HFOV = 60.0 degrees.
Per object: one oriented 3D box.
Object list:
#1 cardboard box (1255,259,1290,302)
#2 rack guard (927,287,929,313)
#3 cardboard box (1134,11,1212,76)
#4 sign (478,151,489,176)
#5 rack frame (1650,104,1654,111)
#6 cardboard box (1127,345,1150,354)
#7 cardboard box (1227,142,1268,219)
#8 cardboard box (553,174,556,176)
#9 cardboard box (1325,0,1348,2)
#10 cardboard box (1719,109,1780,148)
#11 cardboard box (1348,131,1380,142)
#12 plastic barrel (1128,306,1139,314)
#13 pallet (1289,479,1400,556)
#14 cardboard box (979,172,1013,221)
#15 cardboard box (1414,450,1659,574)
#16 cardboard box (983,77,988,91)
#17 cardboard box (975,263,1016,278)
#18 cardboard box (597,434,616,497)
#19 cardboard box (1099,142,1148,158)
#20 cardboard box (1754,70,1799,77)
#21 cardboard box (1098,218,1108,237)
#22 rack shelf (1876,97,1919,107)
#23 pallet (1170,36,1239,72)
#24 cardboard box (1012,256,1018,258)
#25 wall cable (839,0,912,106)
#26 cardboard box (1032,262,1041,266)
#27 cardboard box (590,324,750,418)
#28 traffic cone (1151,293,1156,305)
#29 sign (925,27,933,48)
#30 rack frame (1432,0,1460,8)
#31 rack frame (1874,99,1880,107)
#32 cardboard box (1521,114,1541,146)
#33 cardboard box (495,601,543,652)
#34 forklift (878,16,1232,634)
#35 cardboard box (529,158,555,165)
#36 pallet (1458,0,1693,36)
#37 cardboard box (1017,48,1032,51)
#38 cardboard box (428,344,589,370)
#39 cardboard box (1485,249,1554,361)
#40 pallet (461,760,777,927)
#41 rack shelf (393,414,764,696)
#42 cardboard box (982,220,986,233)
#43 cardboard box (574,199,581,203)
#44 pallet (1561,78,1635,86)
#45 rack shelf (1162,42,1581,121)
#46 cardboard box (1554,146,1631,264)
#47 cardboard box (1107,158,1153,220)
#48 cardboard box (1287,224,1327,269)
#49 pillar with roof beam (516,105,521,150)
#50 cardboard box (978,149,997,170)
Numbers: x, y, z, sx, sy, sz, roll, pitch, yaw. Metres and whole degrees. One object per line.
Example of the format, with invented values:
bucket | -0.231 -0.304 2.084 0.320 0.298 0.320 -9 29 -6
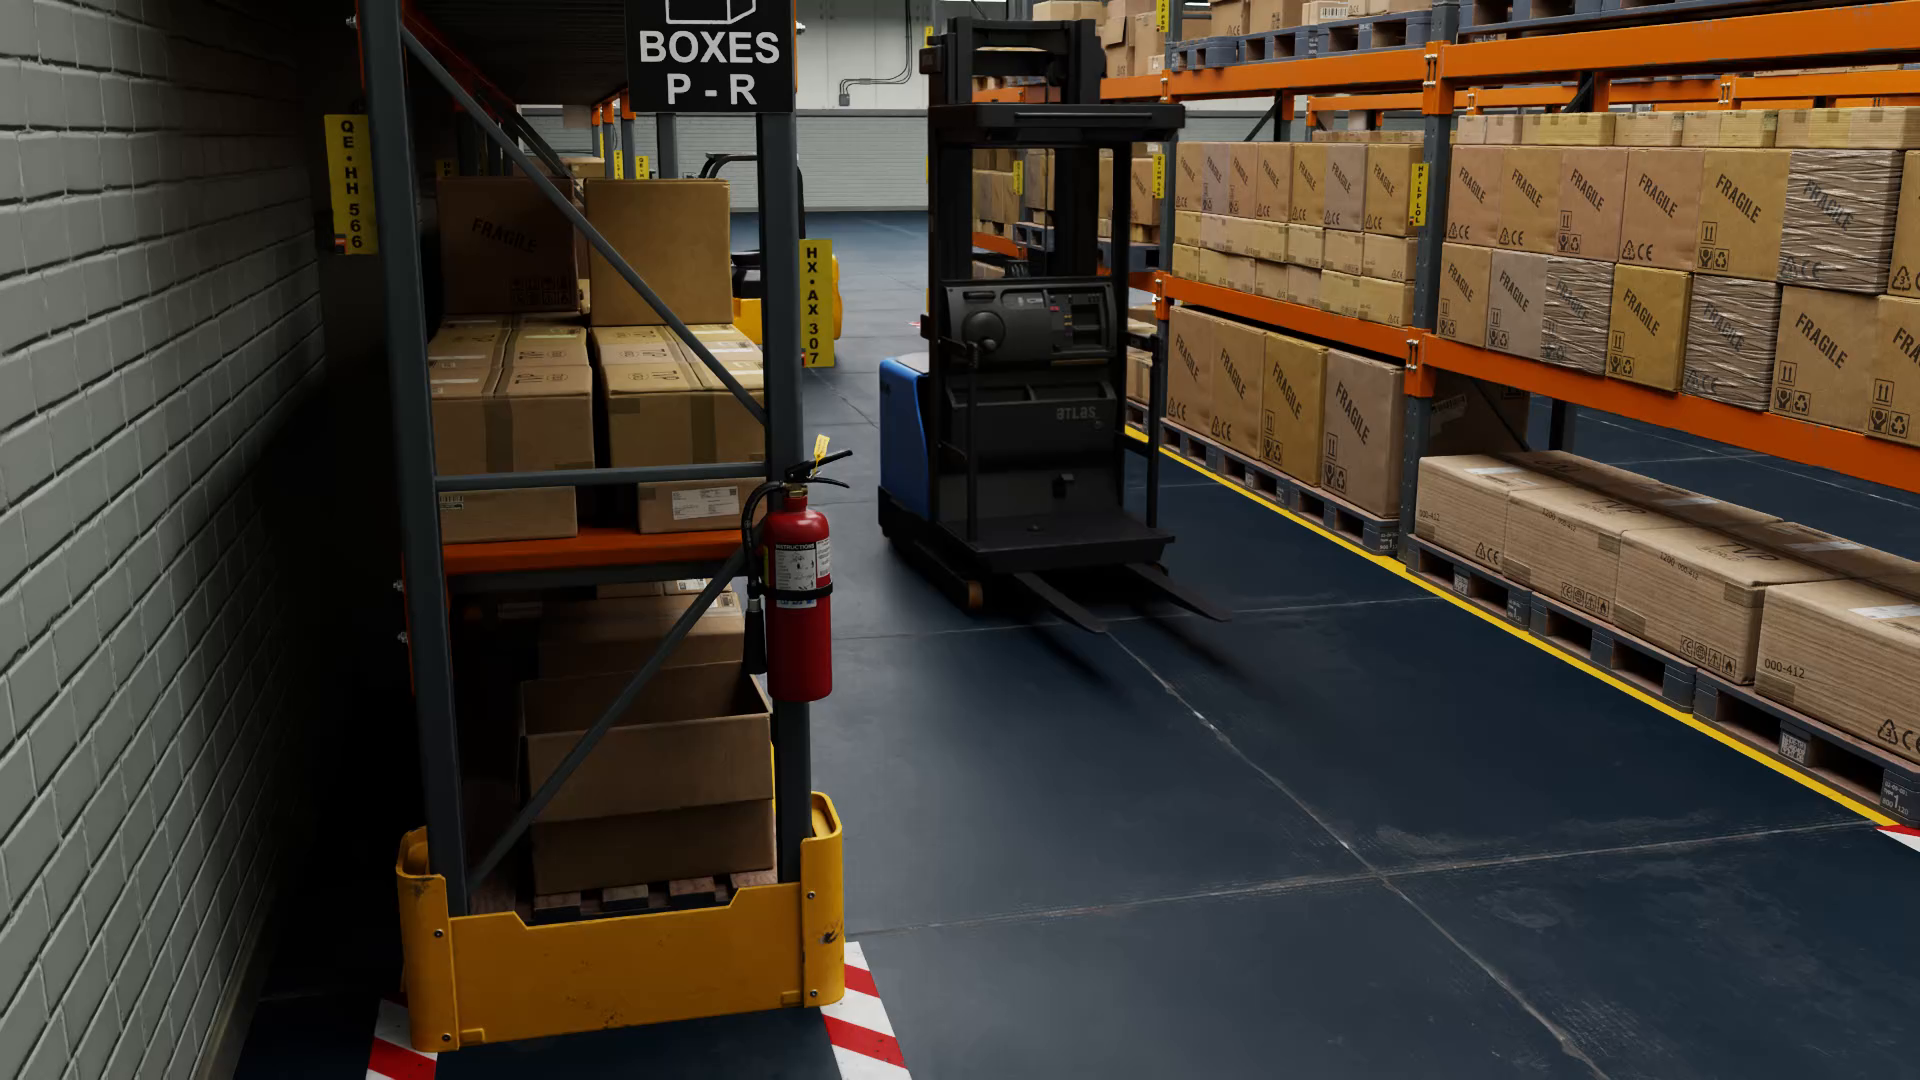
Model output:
cardboard box | 2.288 -1.726 10.988 0.500 0.250 0.500 -3 14 -13
rack guard | 0.182 -2.892 20.711 1.175 0.500 0.348 -3 14 -13
cardboard box | 1.830 -4.003 13.461 0.700 0.500 0.500 -3 14 -13
sign | -3.320 -2.531 11.529 0.100 0.325 0.005 -3 14 -13
rack frame | 9.797 -4.676 22.747 1.000 3.000 0.127 -3 14 -13
cardboard box | 1.738 -1.506 14.425 0.950 0.372 0.625 -4 14 -14
cardboard box | 2.153 -2.451 11.322 0.500 0.500 0.500 -3 14 -12
cardboard box | -4.660 -4.005 18.422 0.380 0.149 0.250 -4 14 -14
cardboard box | 2.738 -3.598 10.916 0.500 0.500 0.500 -3 14 -13
cardboard box | 3.289 -1.645 6.656 0.380 0.149 0.250 -3 14 -12
cardboard box | 5.219 -4.674 20.148 0.875 0.550 0.550 -3 14 -13
plastic barrel | 2.120 -2.480 19.187 0.512 0.421 0.421 7 15 26
pallet | 2.728 -0.175 10.197 1.003 0.211 1.213 -3 14 -13
cardboard box | 0.503 -3.721 17.998 0.500 0.500 0.500 -3 14 -12
cardboard box | 3.025 -0.164 8.792 0.875 0.438 0.875 -3 14 -14
cardboard box | 0.462 -4.954 18.093 0.380 0.149 0.250 -3 14 -14
cardboard box | 0.461 -2.790 18.355 0.500 0.500 0.500 -3 14 -10
cardboard box | -0.913 -0.239 5.115 0.380 0.149 0.250 -3 14 -14
cardboard box | 1.384 -3.352 14.239 0.380 0.149 0.250 -4 14 -16
cardboard box | 6.706 -3.937 13.189 0.500 0.500 0.500 -3 14 -13
cardboard box | 1.371 -2.657 14.128 0.380 0.149 0.250 -3 14 -12
rack shelf | 11.206 -4.400 16.811 1.077 0.370 4.000 -3 14 -13
pallet | 2.245 -3.498 12.003 1.213 0.211 1.003 -3 14 -11
cardboard box | 0.813 -3.362 19.330 0.380 0.149 0.250 -3 14 -12
wall cable | -2.593 -16.401 50.934 2.305 6.003 0.169 -3 14 -13
cardboard box | 0.970 -2.827 18.508 0.500 0.500 0.500 -3 14 -10
cardboard box | -0.988 -0.580 5.668 0.500 0.250 0.500 -4 14 -14
traffic cone | 2.518 -3.004 21.250 0.336 0.463 0.334 -3 14 -13
sign | -0.364 -5.975 19.902 0.100 0.325 0.005 -3 14 -13
rack frame | 2.982 -4.270 8.443 1.000 3.000 0.127 -3 14 -13
rack frame | 10.736 -3.753 18.970 1.000 3.000 0.127 -3 14 -13
cardboard box | 2.981 -2.003 8.120 0.380 0.149 0.250 -3 14 -14
cardboard box | -1.815 0.369 7.220 0.380 0.149 0.250 -3 14 -14
forklift | 0.447 -1.166 8.524 1.130 2.935 3.031 -4 14 -17
cardboard box | -4.555 -4.025 17.879 0.380 0.149 0.250 -3 14 -11
pallet | 3.164 -2.580 8.035 1.003 0.211 1.213 -3 14 -13
cardboard box | 0.851 -4.632 15.678 0.500 0.250 0.500 -4 14 -15
cardboard box | -1.388 -0.437 5.086 0.500 0.250 0.500 -3 14 -13
cardboard box | 2.952 -1.165 8.164 0.500 0.500 0.500 -3 14 -13
pallet | -1.109 0.998 5.397 1.003 0.211 1.213 -3 14 -13
rack shelf | -1.372 -0.267 6.216 1.077 0.370 4.000 -3 14 -13
cardboard box | 0.459 -3.431 18.180 0.380 0.149 0.250 -4 14 -14
cardboard box | -1.860 -1.574 8.954 0.700 0.500 0.500 -3 14 -13
pallet | 6.362 -4.346 15.474 1.003 0.211 1.213 -3 14 -11
rack shelf | 2.512 -2.925 10.773 1.077 0.370 4.000 -3 14 -13
cardboard box | 3.080 -1.531 7.555 0.500 0.500 0.500 -3 14 -12
cardboard box | 1.534 -2.883 13.687 0.500 0.500 0.500 -4 14 -14
cardboard box | 2.390 -1.848 10.432 0.500 0.250 0.500 -3 14 -12
pillar with roof beam | -6.825 -12.326 41.419 9.100 9.000 0.400 -3 14 -13
cardboard box | 0.607 -4.580 19.408 0.700 0.500 0.500 -3 14 -13
